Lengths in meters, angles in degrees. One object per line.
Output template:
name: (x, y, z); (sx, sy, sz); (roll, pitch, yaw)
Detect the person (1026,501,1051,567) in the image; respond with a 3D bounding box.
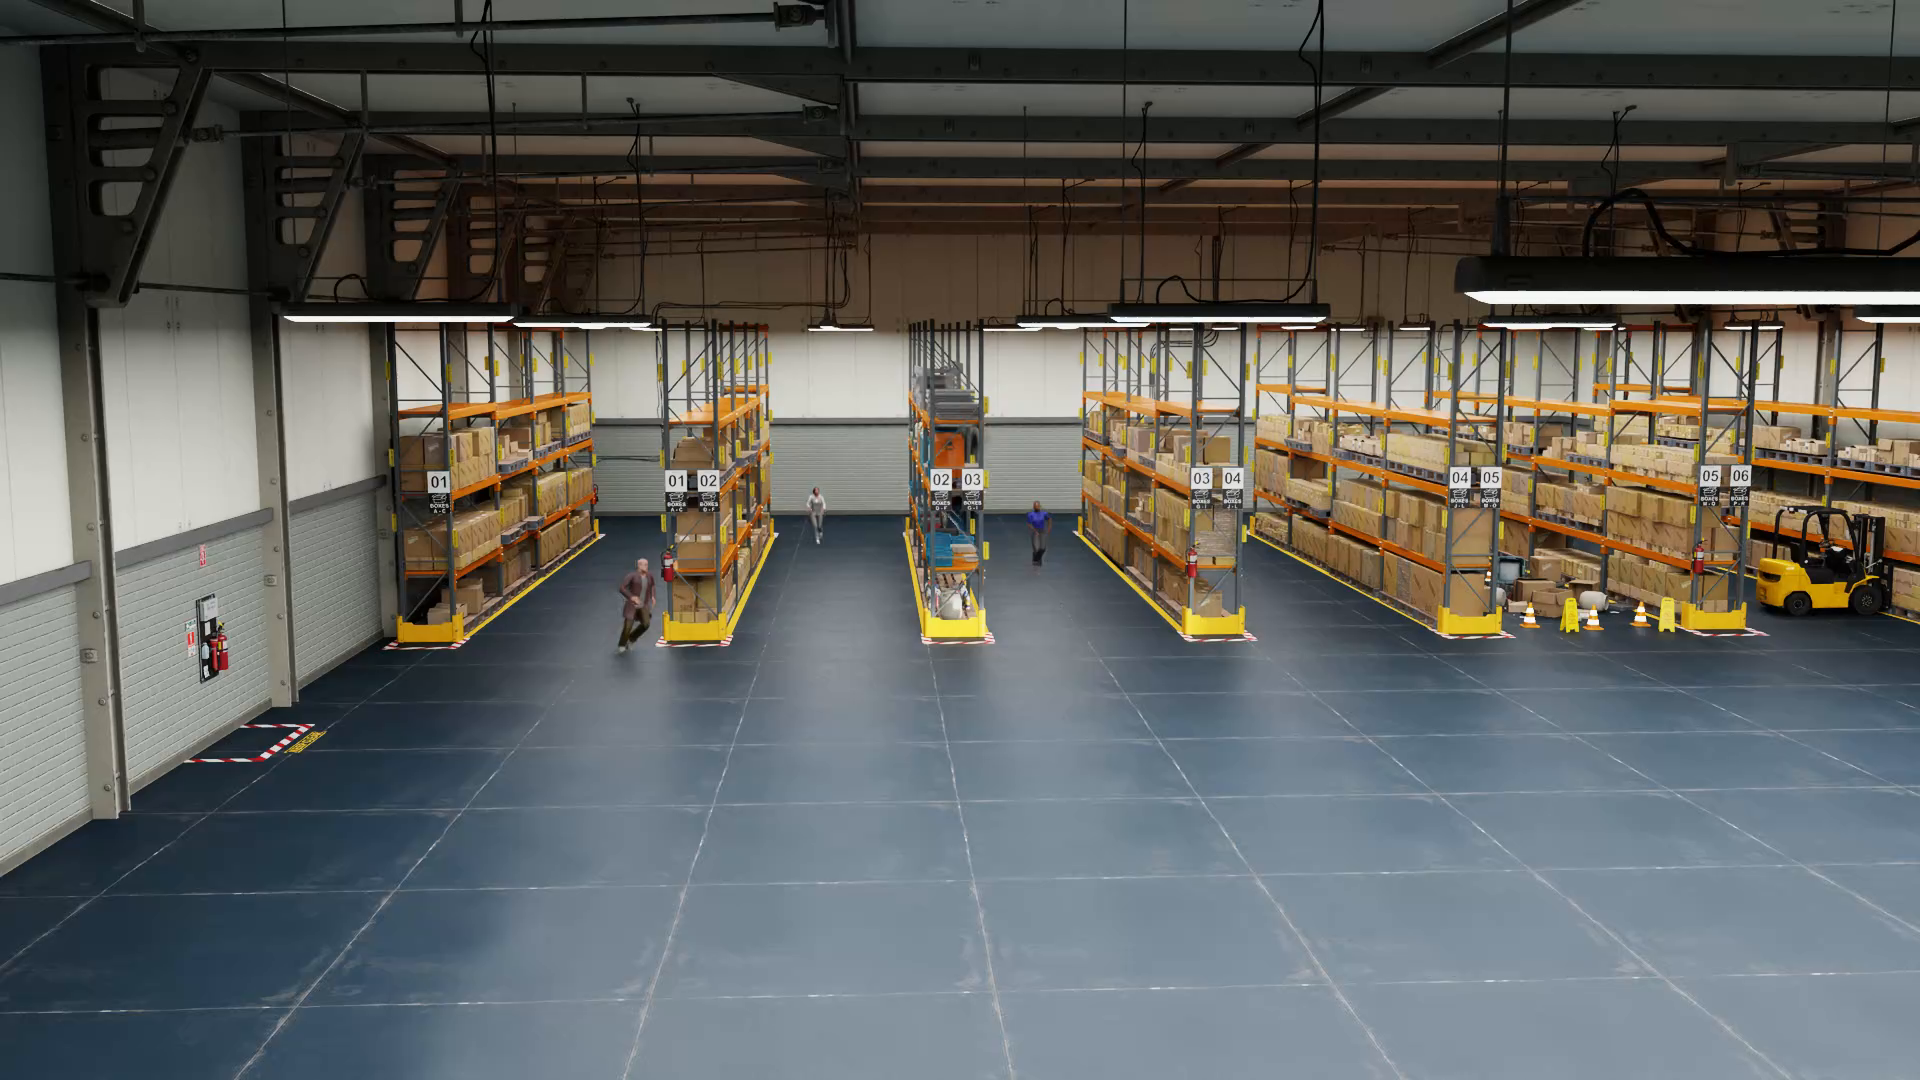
person: (1.864, -0.137, 39.236); (0.602, 1.579, 0.681); (0, 7, -3)

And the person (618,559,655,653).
person: (-5.802, 1.182, 30.114); (0.823, 1.686, 0.656); (-5, 9, -37)

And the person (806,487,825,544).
person: (-3.964, -0.684, 45.724); (0.534, 1.575, 0.597); (-1, 7, -9)
